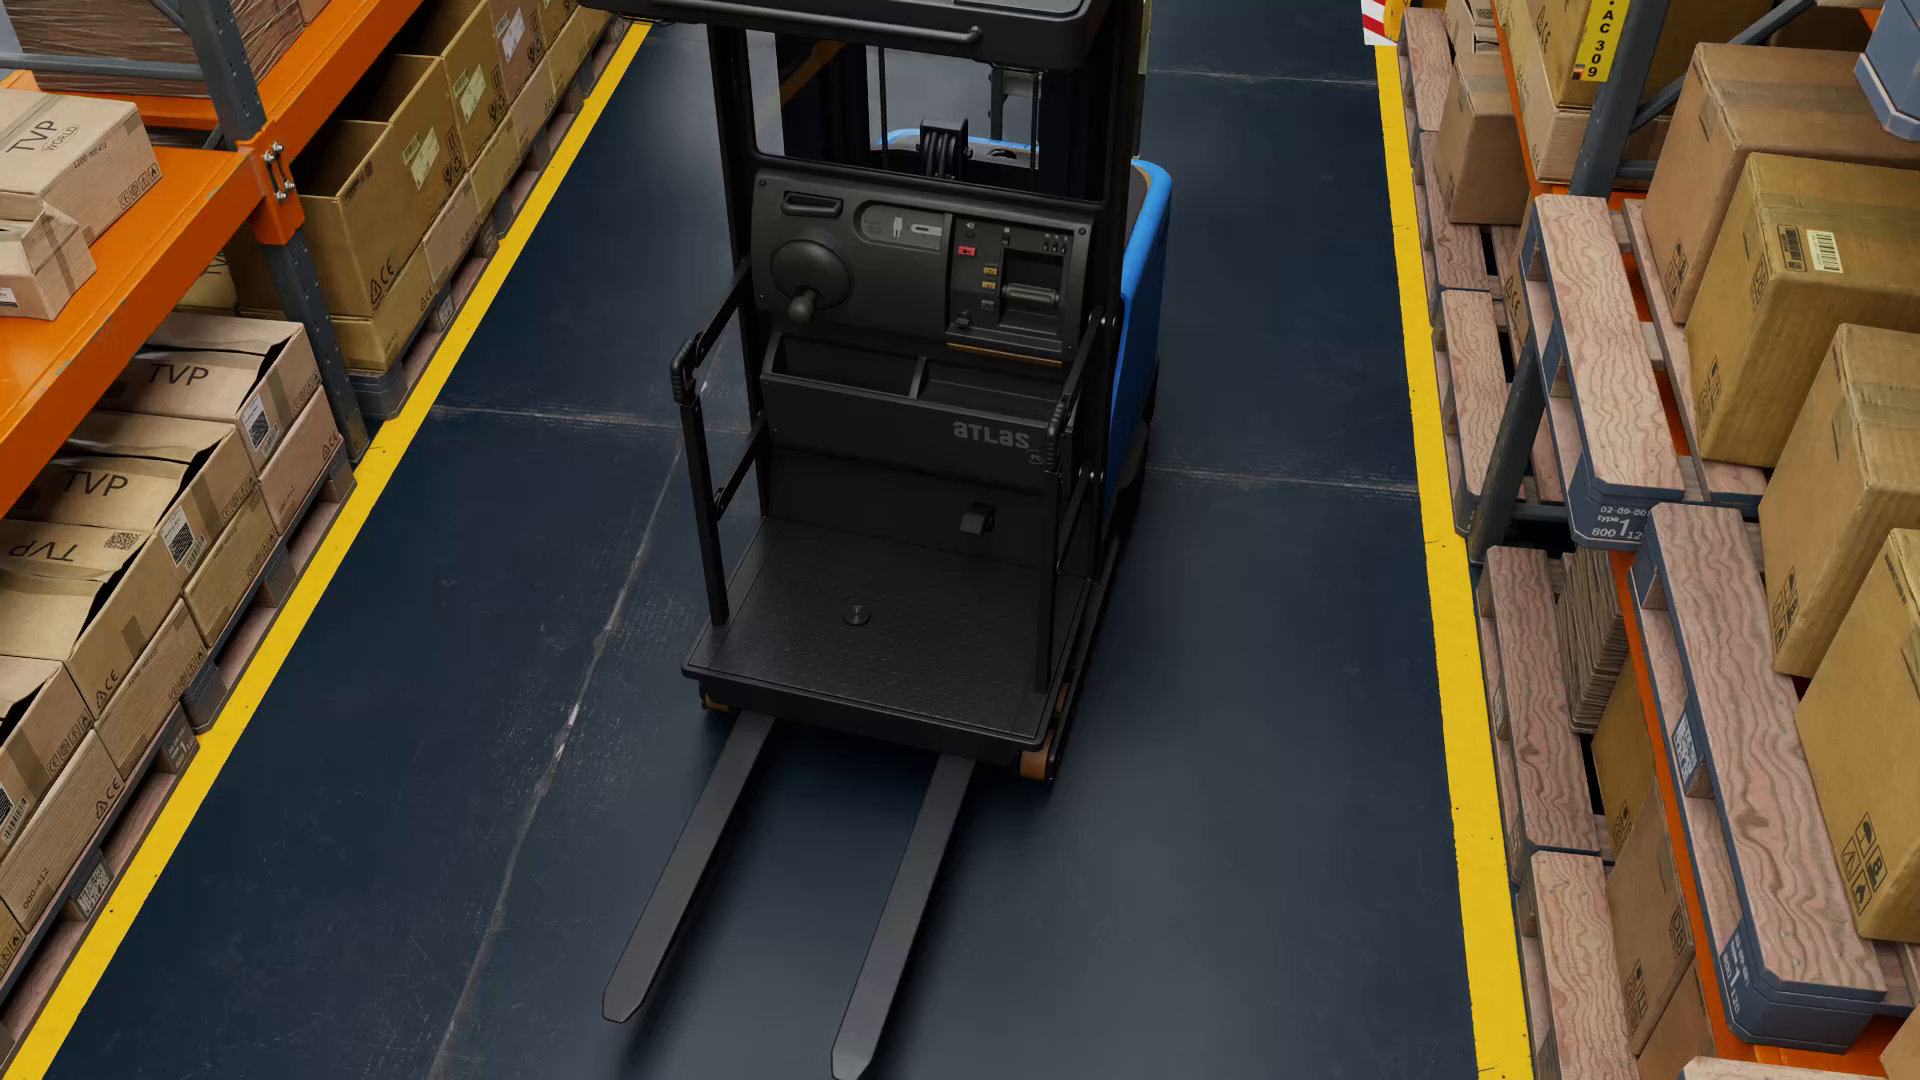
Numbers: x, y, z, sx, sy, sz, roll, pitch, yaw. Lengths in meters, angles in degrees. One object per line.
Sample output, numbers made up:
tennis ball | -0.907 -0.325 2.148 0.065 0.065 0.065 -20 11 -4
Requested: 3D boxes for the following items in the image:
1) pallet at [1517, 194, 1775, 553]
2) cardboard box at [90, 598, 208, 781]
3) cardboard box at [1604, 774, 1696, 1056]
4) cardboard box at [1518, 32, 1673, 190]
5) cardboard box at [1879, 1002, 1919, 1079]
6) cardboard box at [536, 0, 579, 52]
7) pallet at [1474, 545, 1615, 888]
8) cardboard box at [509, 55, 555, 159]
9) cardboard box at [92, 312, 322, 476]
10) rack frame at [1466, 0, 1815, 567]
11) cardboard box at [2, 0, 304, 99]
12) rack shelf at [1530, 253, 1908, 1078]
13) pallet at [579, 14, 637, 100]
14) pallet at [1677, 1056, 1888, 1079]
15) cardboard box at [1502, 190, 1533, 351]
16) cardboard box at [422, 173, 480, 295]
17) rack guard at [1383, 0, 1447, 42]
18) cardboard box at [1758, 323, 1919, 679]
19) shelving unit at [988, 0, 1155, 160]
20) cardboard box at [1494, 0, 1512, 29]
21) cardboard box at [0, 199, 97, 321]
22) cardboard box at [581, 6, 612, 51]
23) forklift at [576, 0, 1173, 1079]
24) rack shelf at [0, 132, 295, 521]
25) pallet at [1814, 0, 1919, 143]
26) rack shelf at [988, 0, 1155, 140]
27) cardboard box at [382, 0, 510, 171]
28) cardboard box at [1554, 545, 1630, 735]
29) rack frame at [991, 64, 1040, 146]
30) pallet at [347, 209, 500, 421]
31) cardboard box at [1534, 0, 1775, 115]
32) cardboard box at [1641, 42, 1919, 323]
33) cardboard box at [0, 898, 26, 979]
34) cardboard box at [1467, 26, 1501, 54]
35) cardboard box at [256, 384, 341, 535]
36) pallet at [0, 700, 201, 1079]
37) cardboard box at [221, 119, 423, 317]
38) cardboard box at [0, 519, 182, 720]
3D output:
pallet | 1.993 -0.422 4.154 1.003 0.211 1.213 5 44 6
cardboard box | -2.576 0.401 4.839 0.500 0.250 0.500 6 44 6
cardboard box | 2.031 0.952 4.061 0.700 0.500 0.500 6 44 6
cardboard box | 2.000 -1.303 5.039 0.500 0.250 0.500 5 44 6
cardboard box | 1.808 0.826 2.303 0.700 0.500 0.500 1 43 2
cardboard box | -2.037 -2.524 7.383 0.500 0.500 0.500 5 44 6
pallet | 2.137 0.544 5.022 1.003 0.211 1.213 5 44 6
cardboard box | -2.108 -1.912 7.282 0.500 0.250 0.500 5 44 6
cardboard box | -2.442 -0.503 5.386 0.500 0.311 0.500 5 44 6
rack frame | 2.238 -1.000 4.624 1.000 3.000 0.127 5 44 6
cardboard box | -2.620 -1.787 5.383 0.700 0.500 0.500 4 44 4
rack shelf | 1.974 0.625 3.432 1.077 0.370 4.000 5 44 6
pallet | -2.203 -2.636 8.380 1.003 0.211 1.213 5 44 6
pallet | 1.698 1.301 2.334 1.213 0.211 1.003 5 44 6
cardboard box | 2.336 -0.963 6.083 0.500 0.500 0.500 2 43 2
cardboard box | -2.240 -1.230 6.562 0.500 0.250 0.500 5 44 6
rack guard | 2.757 -2.766 8.308 1.175 0.500 0.348 5 44 6
cardboard box | 2.000 -0.020 3.197 0.700 0.500 0.500 11 45 11
shelving unit | 0.400 -1.392 6.129 0.431 1.500 0.755 11 45 11
cardboard box | 2.125 -1.986 5.760 0.500 0.250 0.500 5 44 5
cardboard box | -2.607 -0.783 4.493 0.396 0.266 0.258 4 44 4
cardboard box | -1.976 -2.593 8.002 0.500 0.250 0.500 5 44 6
forklift | -0.169 -0.648 4.302 1.130 2.935 3.031 11 45 11
rack shelf | -2.937 0.177 3.905 1.077 0.370 4.000 5 44 6
pallet | 1.917 -0.902 2.476 1.213 0.211 1.003 5 44 6
rack shelf | 0.400 -1.675 5.861 0.431 0.370 0.720 11 45 11
cardboard box | -2.169 -1.843 6.664 0.500 0.500 0.500 5 44 6
cardboard box | 2.157 0.251 4.801 0.700 0.500 0.500 7 44 7
rack frame | 0.301 -1.150 5.873 0.400 1.500 0.023 11 45 11
pallet | -2.526 -0.973 6.624 1.003 0.211 1.213 5 44 6
cardboard box | 1.994 -1.575 4.781 0.500 0.500 0.500 5 44 5
cardboard box | 2.137 -0.852 4.075 0.700 0.500 0.500 5 44 6
cardboard box | -2.713 1.097 4.104 0.500 0.250 0.500 4 44 4
cardboard box | 2.511 -2.057 7.377 0.500 0.311 0.500 9 44 9
cardboard box | -2.440 -0.292 5.572 0.500 0.250 0.500 5 44 5
pallet | -2.890 0.905 4.641 1.003 0.211 1.213 5 44 6
cardboard box | -2.301 -1.161 5.944 0.500 0.500 0.500 5 44 6
cardboard box | -2.573 0.192 4.652 0.500 0.311 0.500 5 44 5
